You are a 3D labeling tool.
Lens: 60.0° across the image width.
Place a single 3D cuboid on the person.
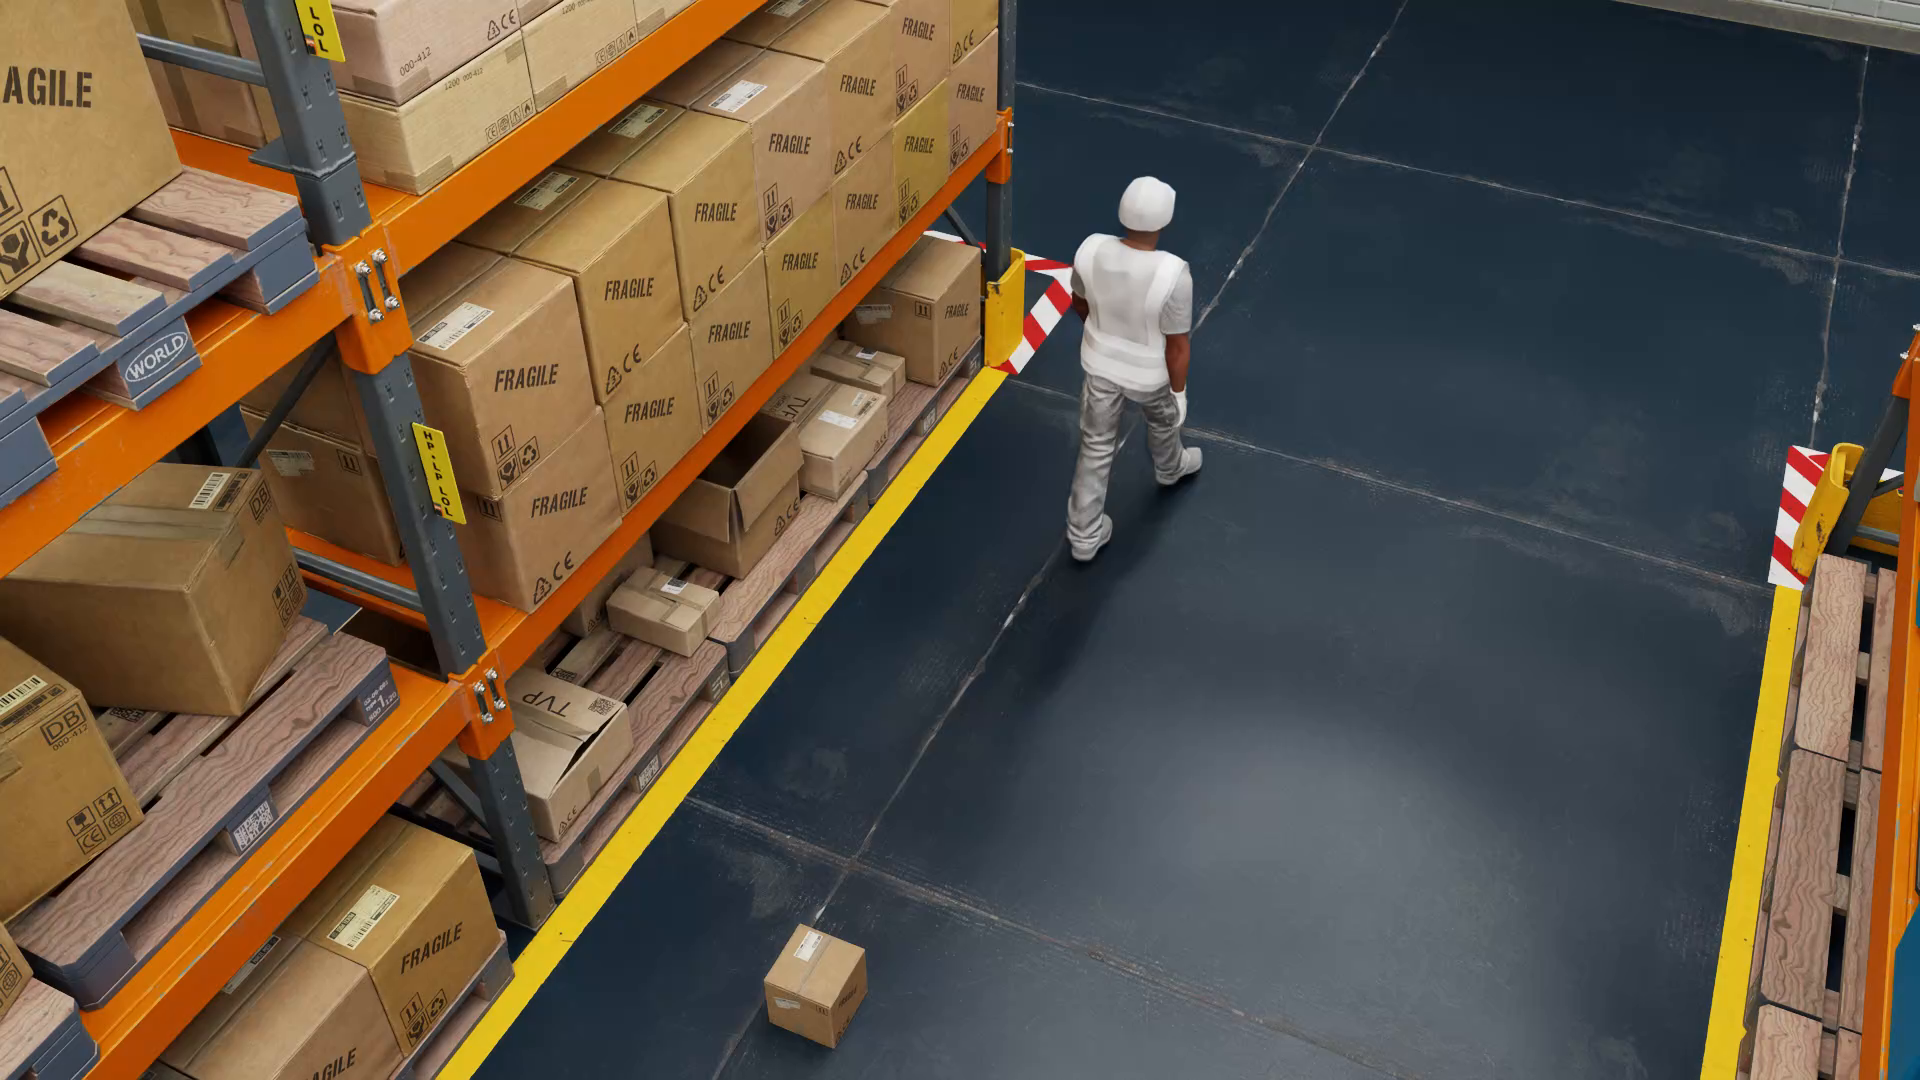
[{"bbox_3d":[0.765,-0.818,7.039,0.599,1.733,0.965,18,45,20],"label":"person"}]
